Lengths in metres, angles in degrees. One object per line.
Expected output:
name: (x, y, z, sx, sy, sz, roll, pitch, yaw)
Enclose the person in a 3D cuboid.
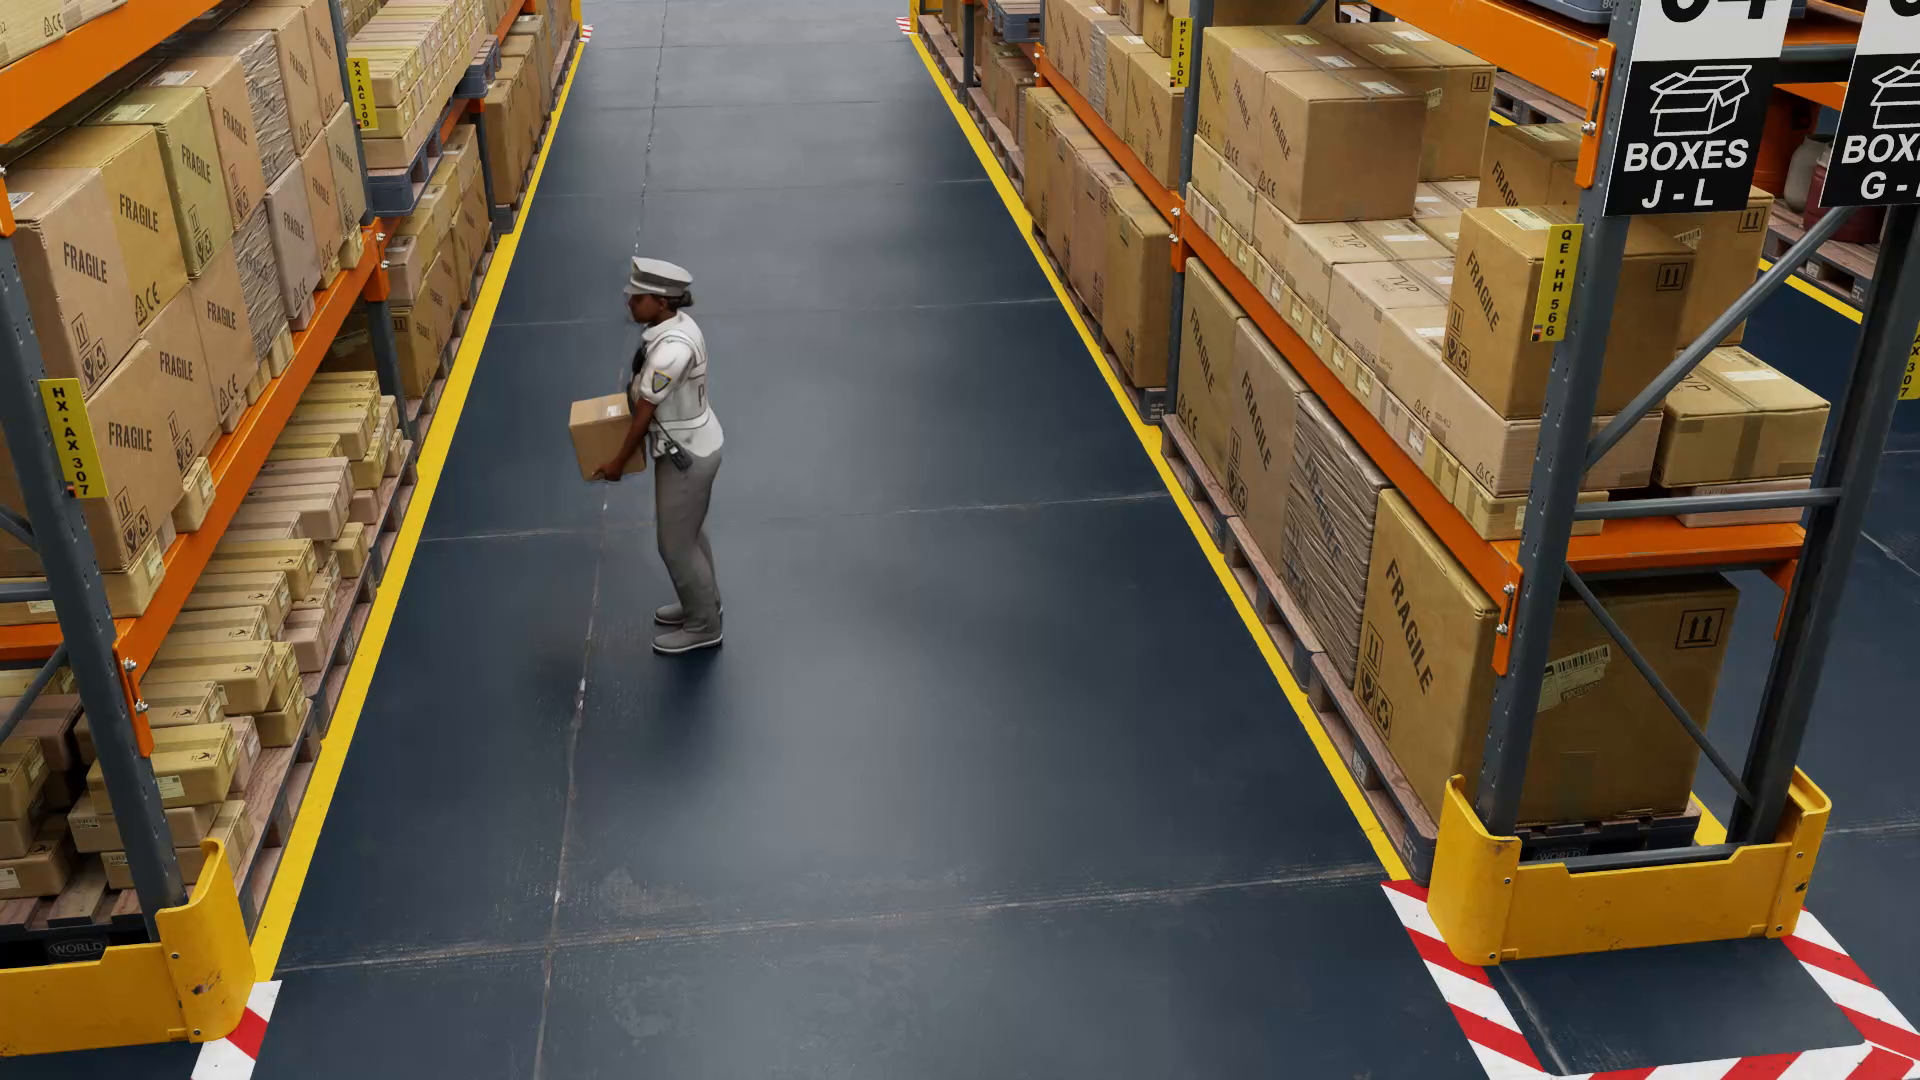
person: (-1.223, -0.338, 6.765, 0.530, 1.680, 0.416, -4, 28, -8)
